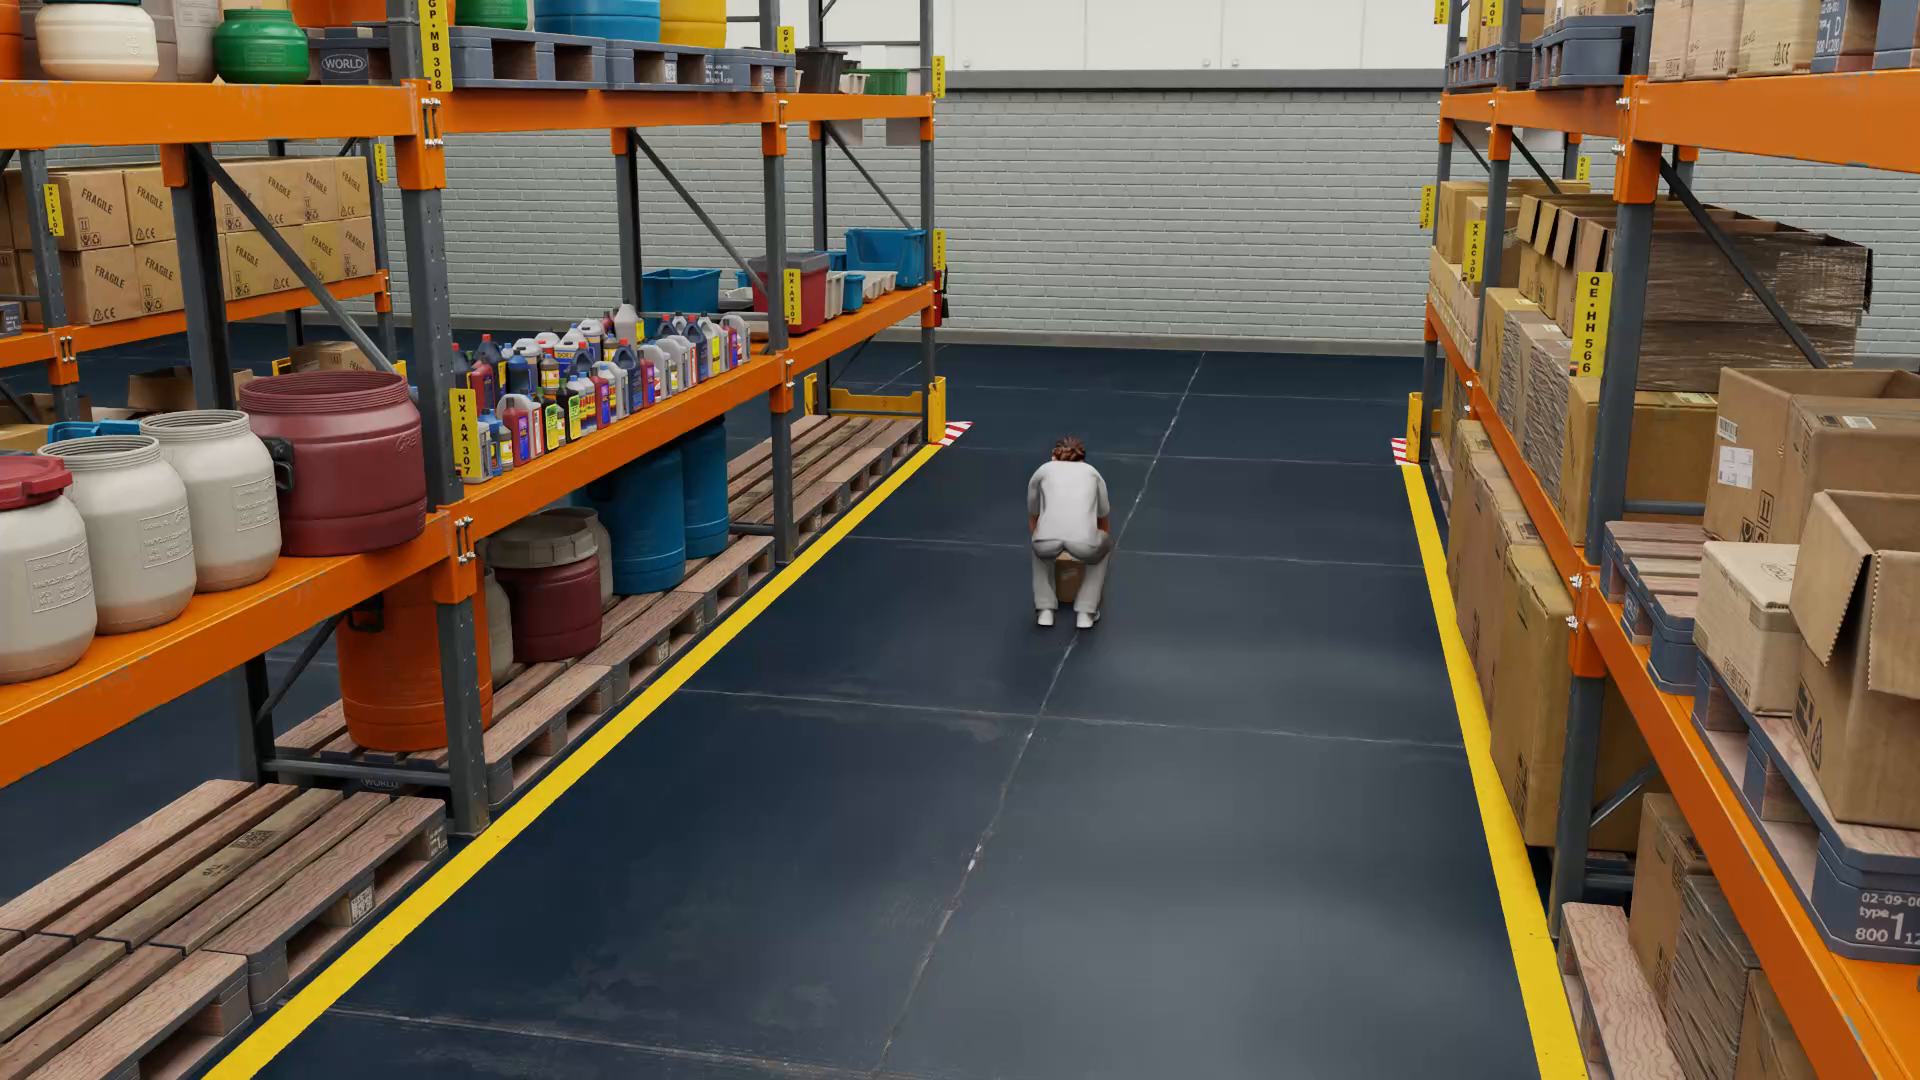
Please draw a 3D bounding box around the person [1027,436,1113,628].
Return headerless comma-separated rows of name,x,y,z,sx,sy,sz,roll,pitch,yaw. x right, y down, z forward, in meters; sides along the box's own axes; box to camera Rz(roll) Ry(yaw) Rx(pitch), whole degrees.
person,0.584,-0.044,9.113,0.484,0.951,0.791,3,15,11
